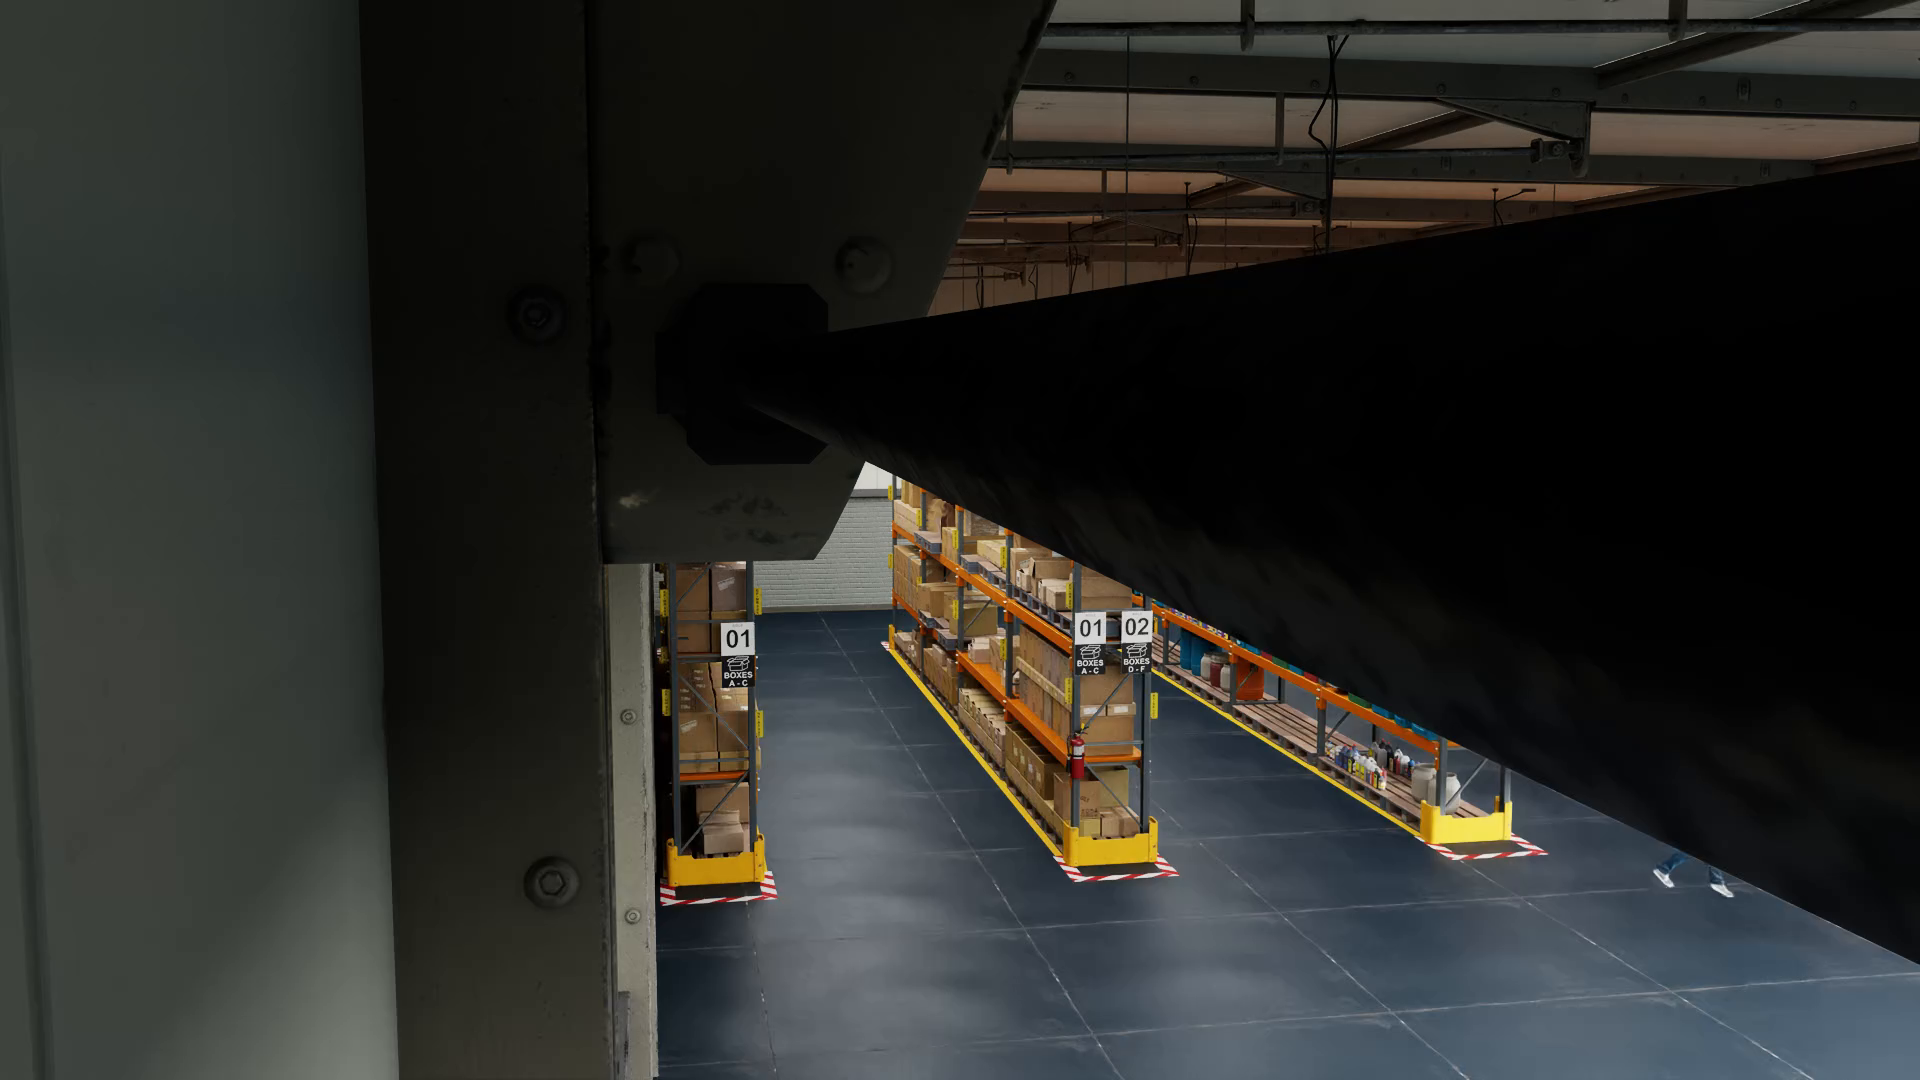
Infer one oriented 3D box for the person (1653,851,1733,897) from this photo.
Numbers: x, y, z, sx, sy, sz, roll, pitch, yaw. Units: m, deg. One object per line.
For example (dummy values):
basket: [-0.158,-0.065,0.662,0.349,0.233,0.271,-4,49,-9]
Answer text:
person: [8.732,3.406,19.727,0.874,1.619,0.549,3,7,26]
